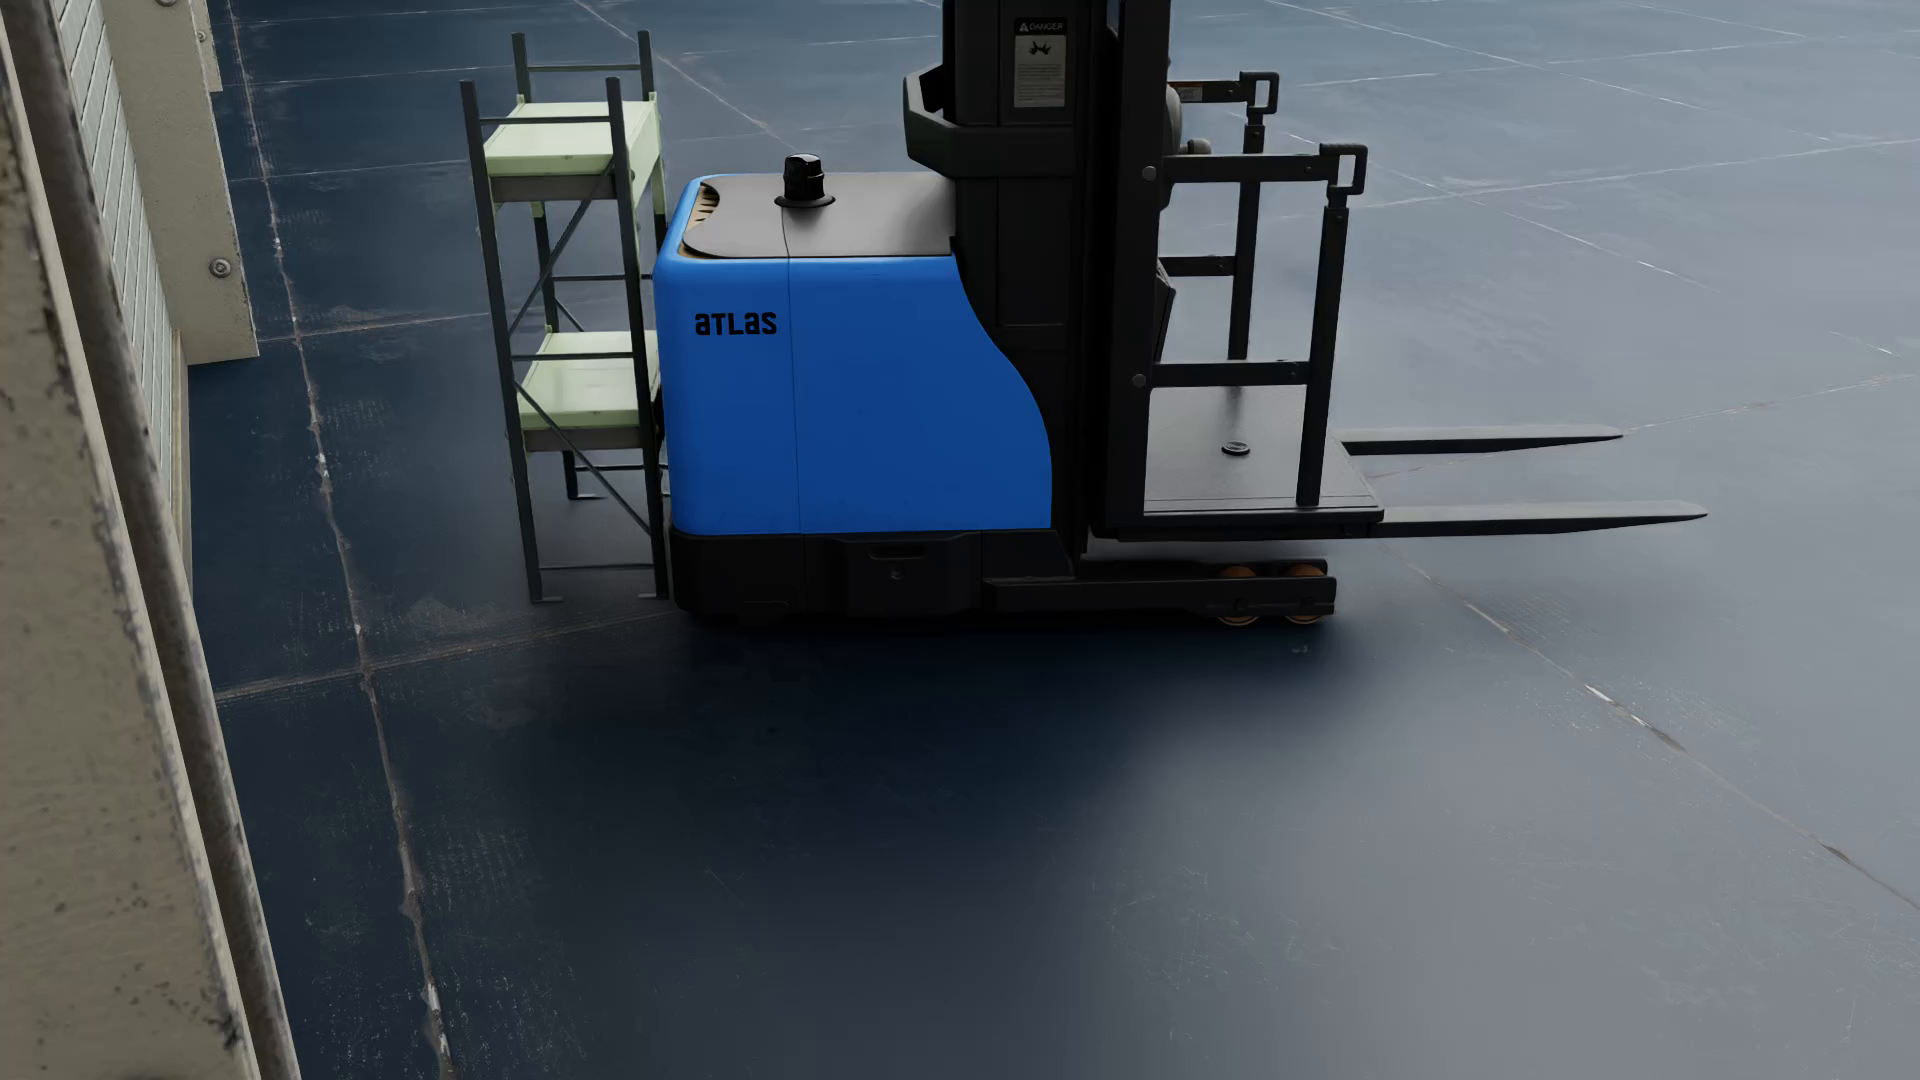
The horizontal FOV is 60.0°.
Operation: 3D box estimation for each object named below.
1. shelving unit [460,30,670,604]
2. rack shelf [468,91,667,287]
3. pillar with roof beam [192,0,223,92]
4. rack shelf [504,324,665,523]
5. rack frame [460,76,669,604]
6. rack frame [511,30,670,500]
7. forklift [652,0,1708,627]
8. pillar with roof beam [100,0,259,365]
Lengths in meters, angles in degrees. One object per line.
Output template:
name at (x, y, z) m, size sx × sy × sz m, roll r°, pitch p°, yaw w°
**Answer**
shelving unit at (-1.086, -0.660, 4.888) m, size 0.431 × 1.500 × 0.755 m, roll -2°, pitch 26°, yaw -3°
rack shelf at (-1.089, -1.010, 4.716) m, size 0.431 × 0.370 × 0.720 m, roll -2°, pitch 26°, yaw -3°
pillar with roof beam at (-1.468, -8.009, 11.397) m, size 9.100 × 9.000 × 0.400 m, roll -11°, pitch 28°, yaw -21°
rack shelf at (-1.083, -0.367, 5.031) m, size 0.431 × 0.370 × 0.720 m, roll -2°, pitch 26°, yaw -3°
rack frame at (-1.063, -0.499, 4.559) m, size 0.400 × 1.500 × 0.023 m, roll -2°, pitch 26°, yaw -3°
rack frame at (-1.109, -0.820, 5.216) m, size 0.400 × 1.500 × 0.023 m, roll -2°, pitch 26°, yaw -3°
forklift at (0.677, -1.304, 4.580) m, size 3.031 × 2.935 × 1.130 m, roll -1°, pitch 26°, yaw -3°
pillar with roof beam at (0.882, -5.587, 6.436) m, size 9.100 × 9.000 × 0.400 m, roll -11°, pitch 28°, yaw -21°
